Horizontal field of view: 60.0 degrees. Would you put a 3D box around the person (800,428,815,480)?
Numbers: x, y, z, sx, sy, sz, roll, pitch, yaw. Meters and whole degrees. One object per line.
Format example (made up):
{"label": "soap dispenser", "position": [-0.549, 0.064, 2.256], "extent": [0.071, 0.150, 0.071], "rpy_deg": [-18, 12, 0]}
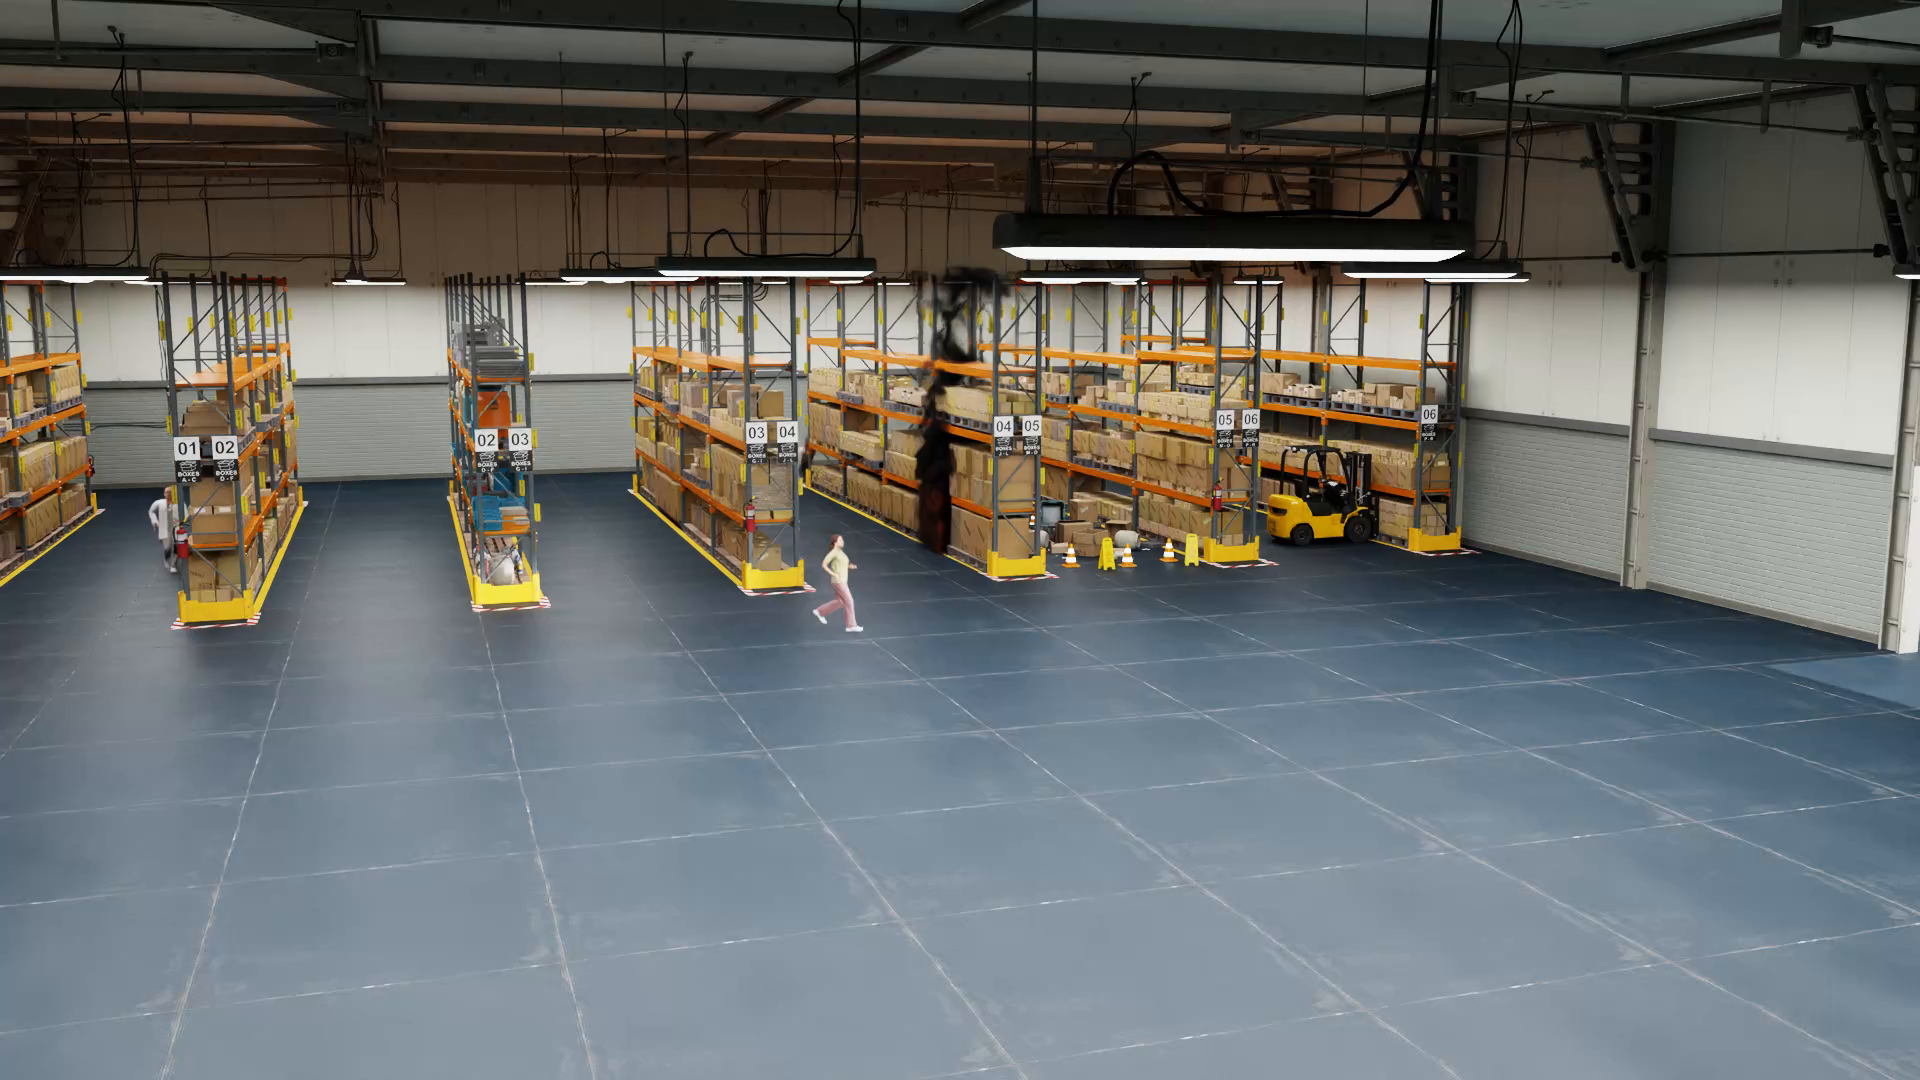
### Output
{"label": "person", "position": [-4.490, -2.613, 49.771], "extent": [0.601, 1.676, 0.860], "rpy_deg": [-3, 9, -20]}

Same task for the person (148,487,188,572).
{"label": "person", "position": [-15.968, -0.198, 33.621], "extent": [0.714, 1.736, 0.616], "rpy_deg": [-5, 10, -29]}

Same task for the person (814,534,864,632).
{"label": "person", "position": [-2.052, 0.708, 27.895], "extent": [0.896, 1.643, 0.588], "rpy_deg": [2, 9, 11]}

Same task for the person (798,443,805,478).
{"label": "person", "position": [-4.548, -1.870, 45.057], "extent": [0.746, 1.714, 1.049], "rpy_deg": [-4, 9, -24]}
